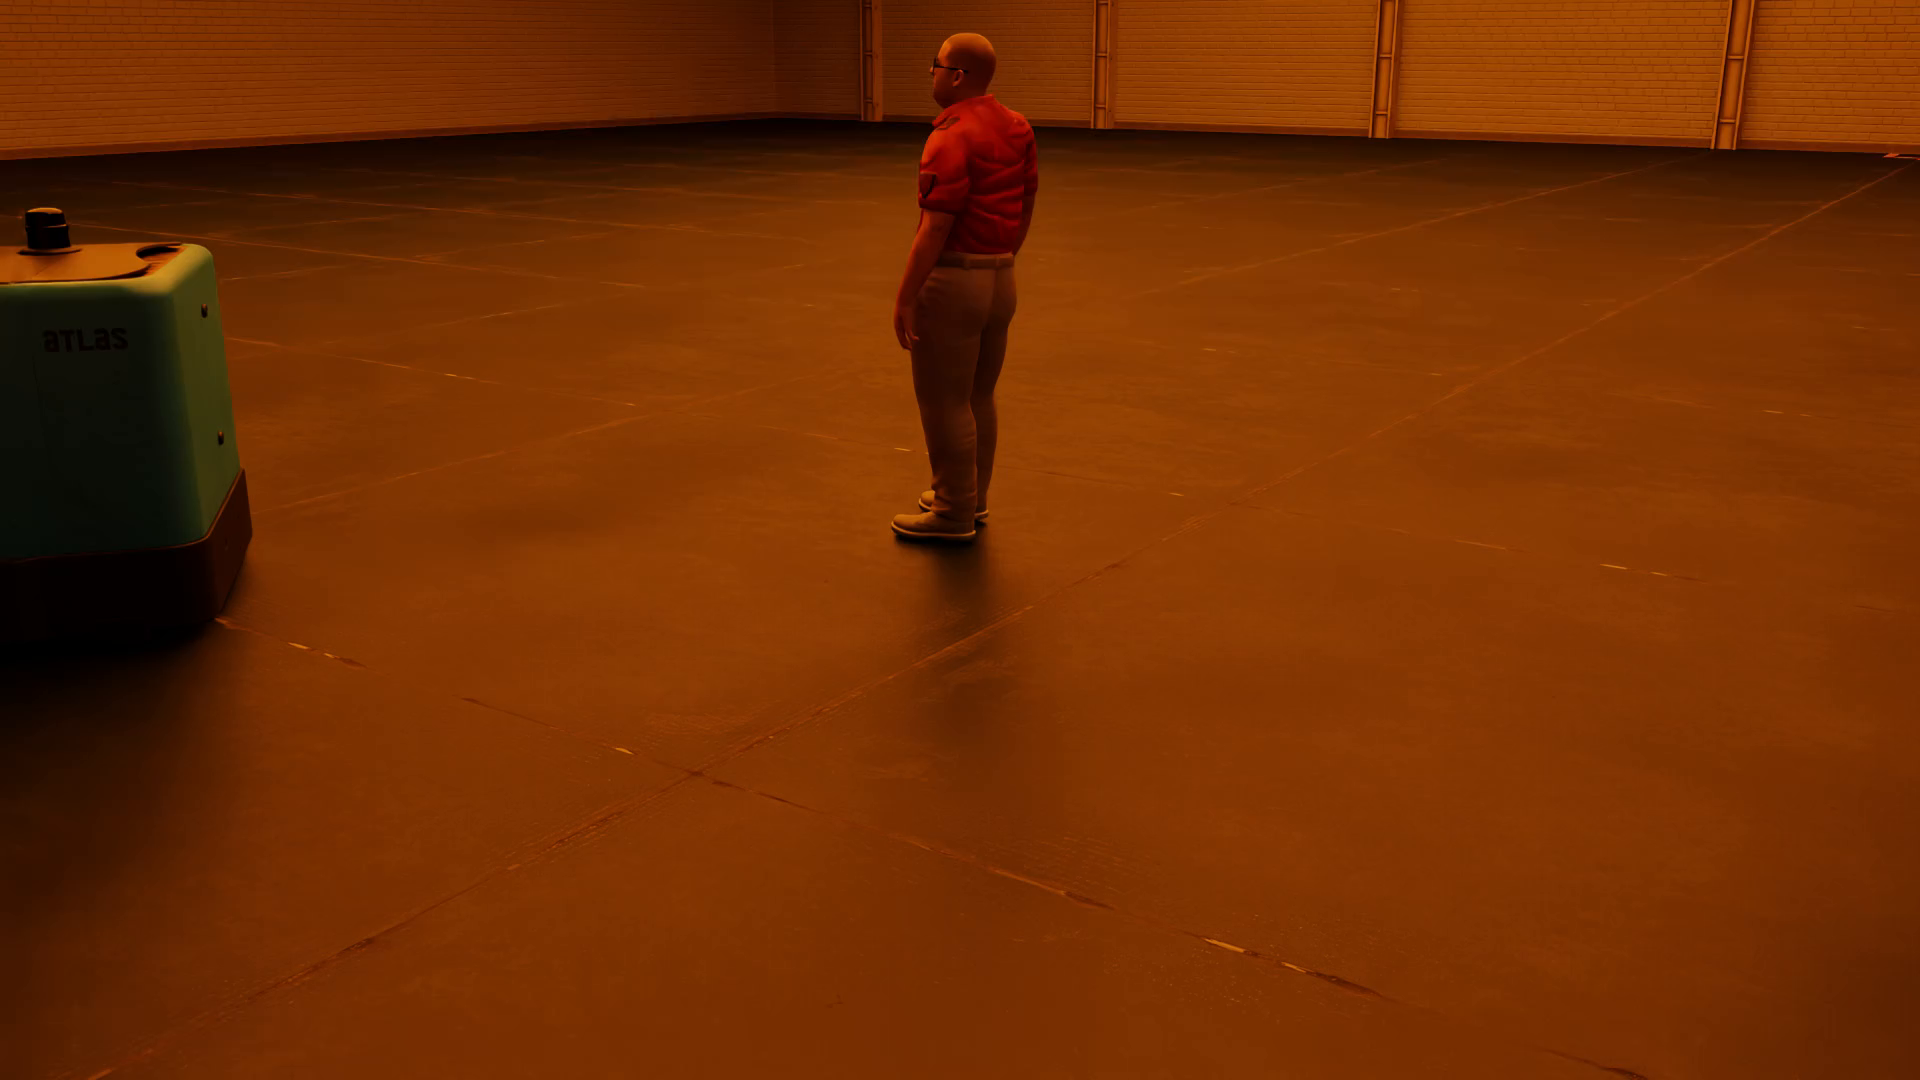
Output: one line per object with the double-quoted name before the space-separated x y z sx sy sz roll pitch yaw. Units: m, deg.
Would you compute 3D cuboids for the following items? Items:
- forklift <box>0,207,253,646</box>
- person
"forklift" -3.785 -1.115 4.561 3.031 2.935 1.130 -5 17 -15
"person" -0.067 -0.852 5.757 0.551 1.727 0.640 11 20 33
